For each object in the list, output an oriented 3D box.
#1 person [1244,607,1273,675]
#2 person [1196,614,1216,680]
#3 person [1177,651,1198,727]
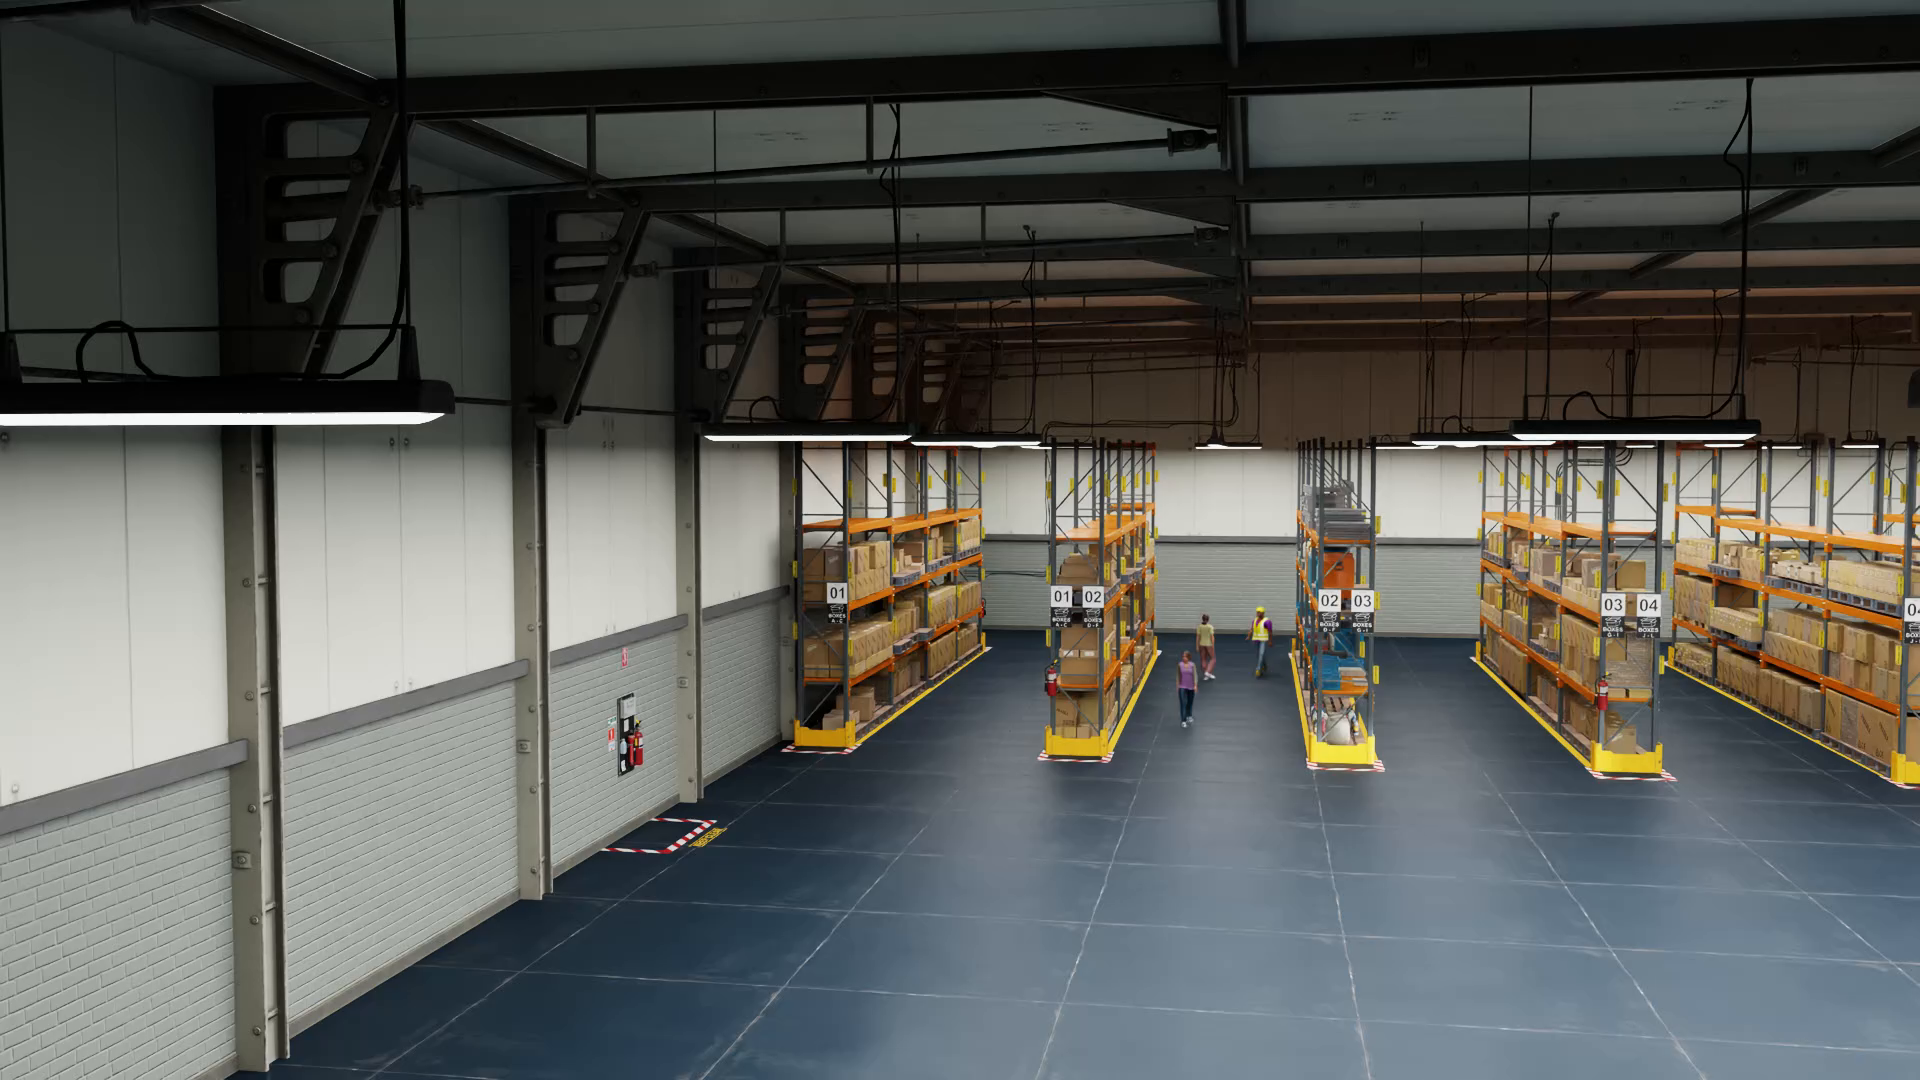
[{"bbox_3d":[7.695,2.573,42.822,0.702,1.707,1.048,2,4,35],"label":"person"},{"bbox_3d":[6.172,2.687,41.707,0.504,1.670,0.522,1,3,21],"label":"person"},{"bbox_3d":[4.743,3.086,34.722,0.436,1.547,0.908,0,3,6],"label":"person"}]
